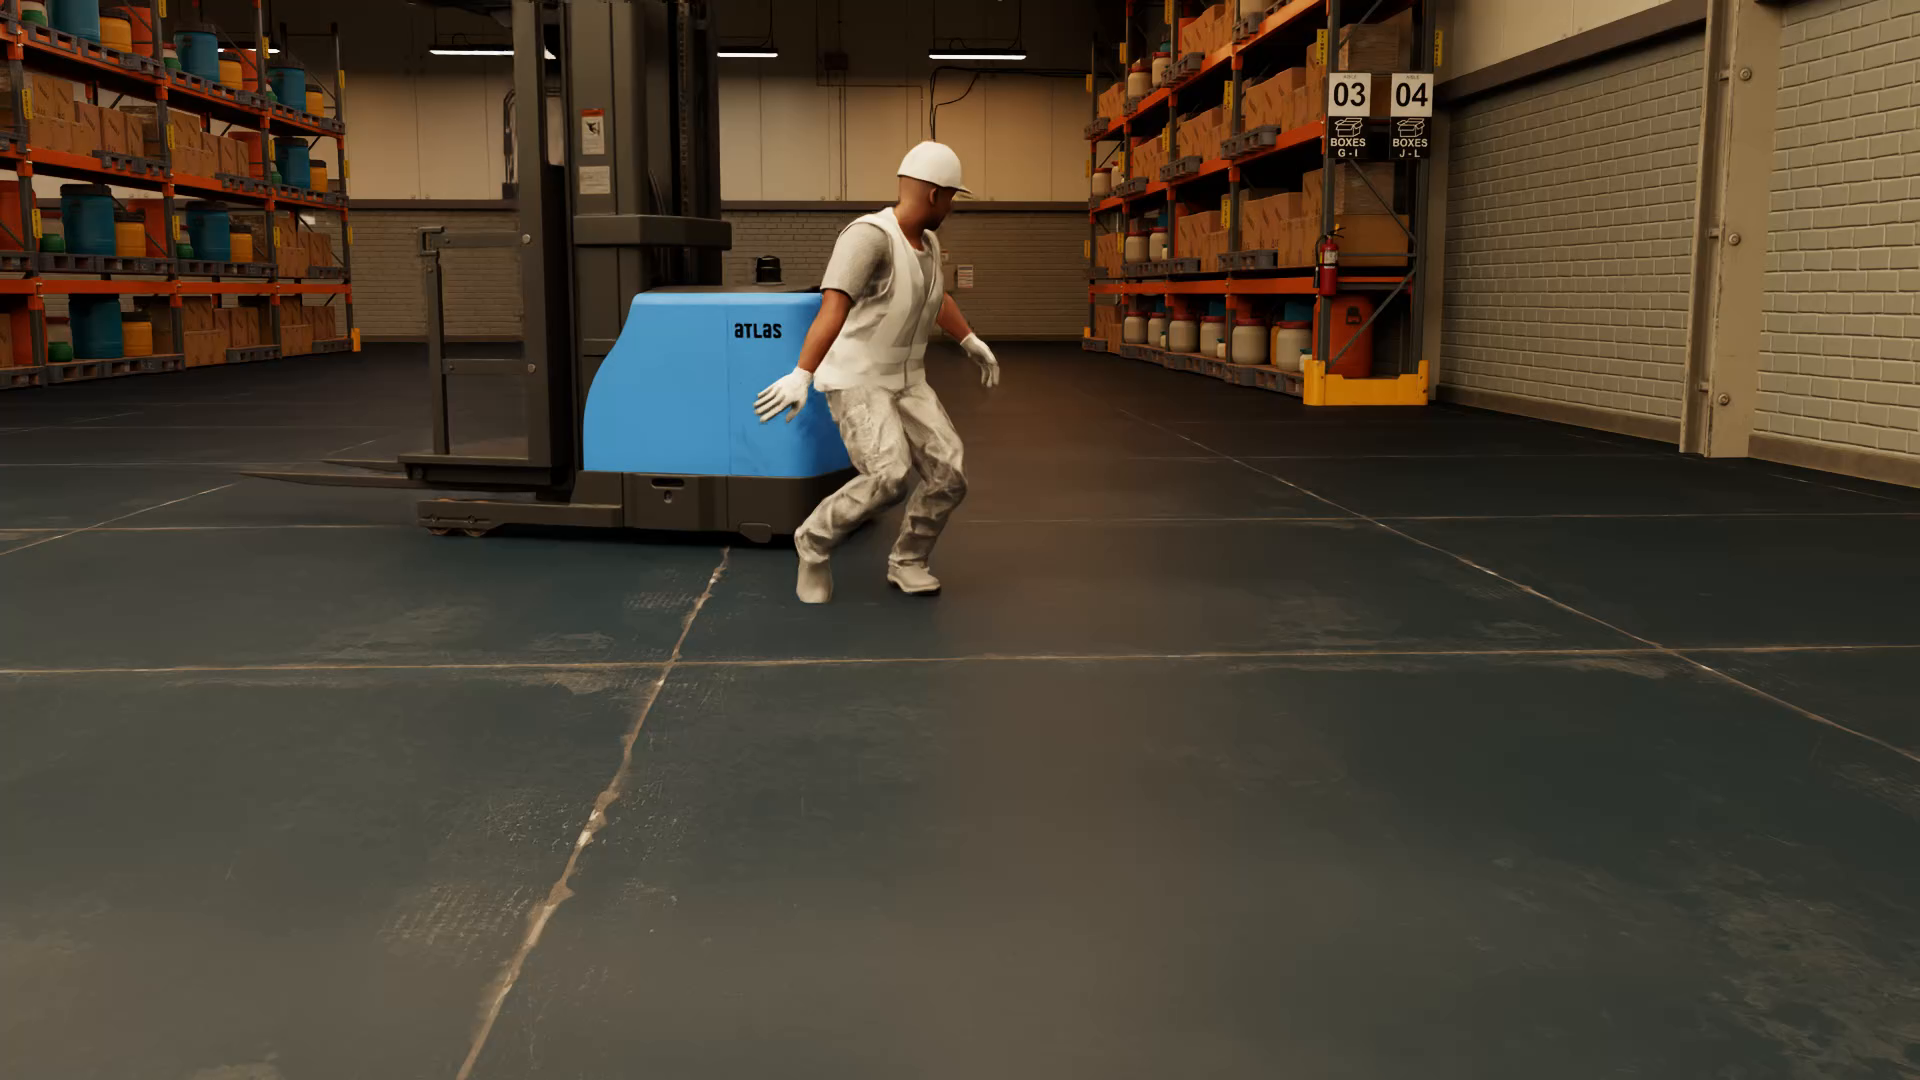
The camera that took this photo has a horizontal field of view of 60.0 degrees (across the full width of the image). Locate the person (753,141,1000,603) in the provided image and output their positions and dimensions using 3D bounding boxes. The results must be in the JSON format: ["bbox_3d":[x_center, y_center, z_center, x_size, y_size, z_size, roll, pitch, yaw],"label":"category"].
[{"bbox_3d":[-0.292,-0.549,5.770,0.540,1.625,1.015,6,10,35],"label":"person"}]

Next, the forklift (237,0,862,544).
[{"bbox_3d":[-1.920,-1.534,7.663,3.031,2.935,1.130,3,9,16],"label":"forklift"}]
